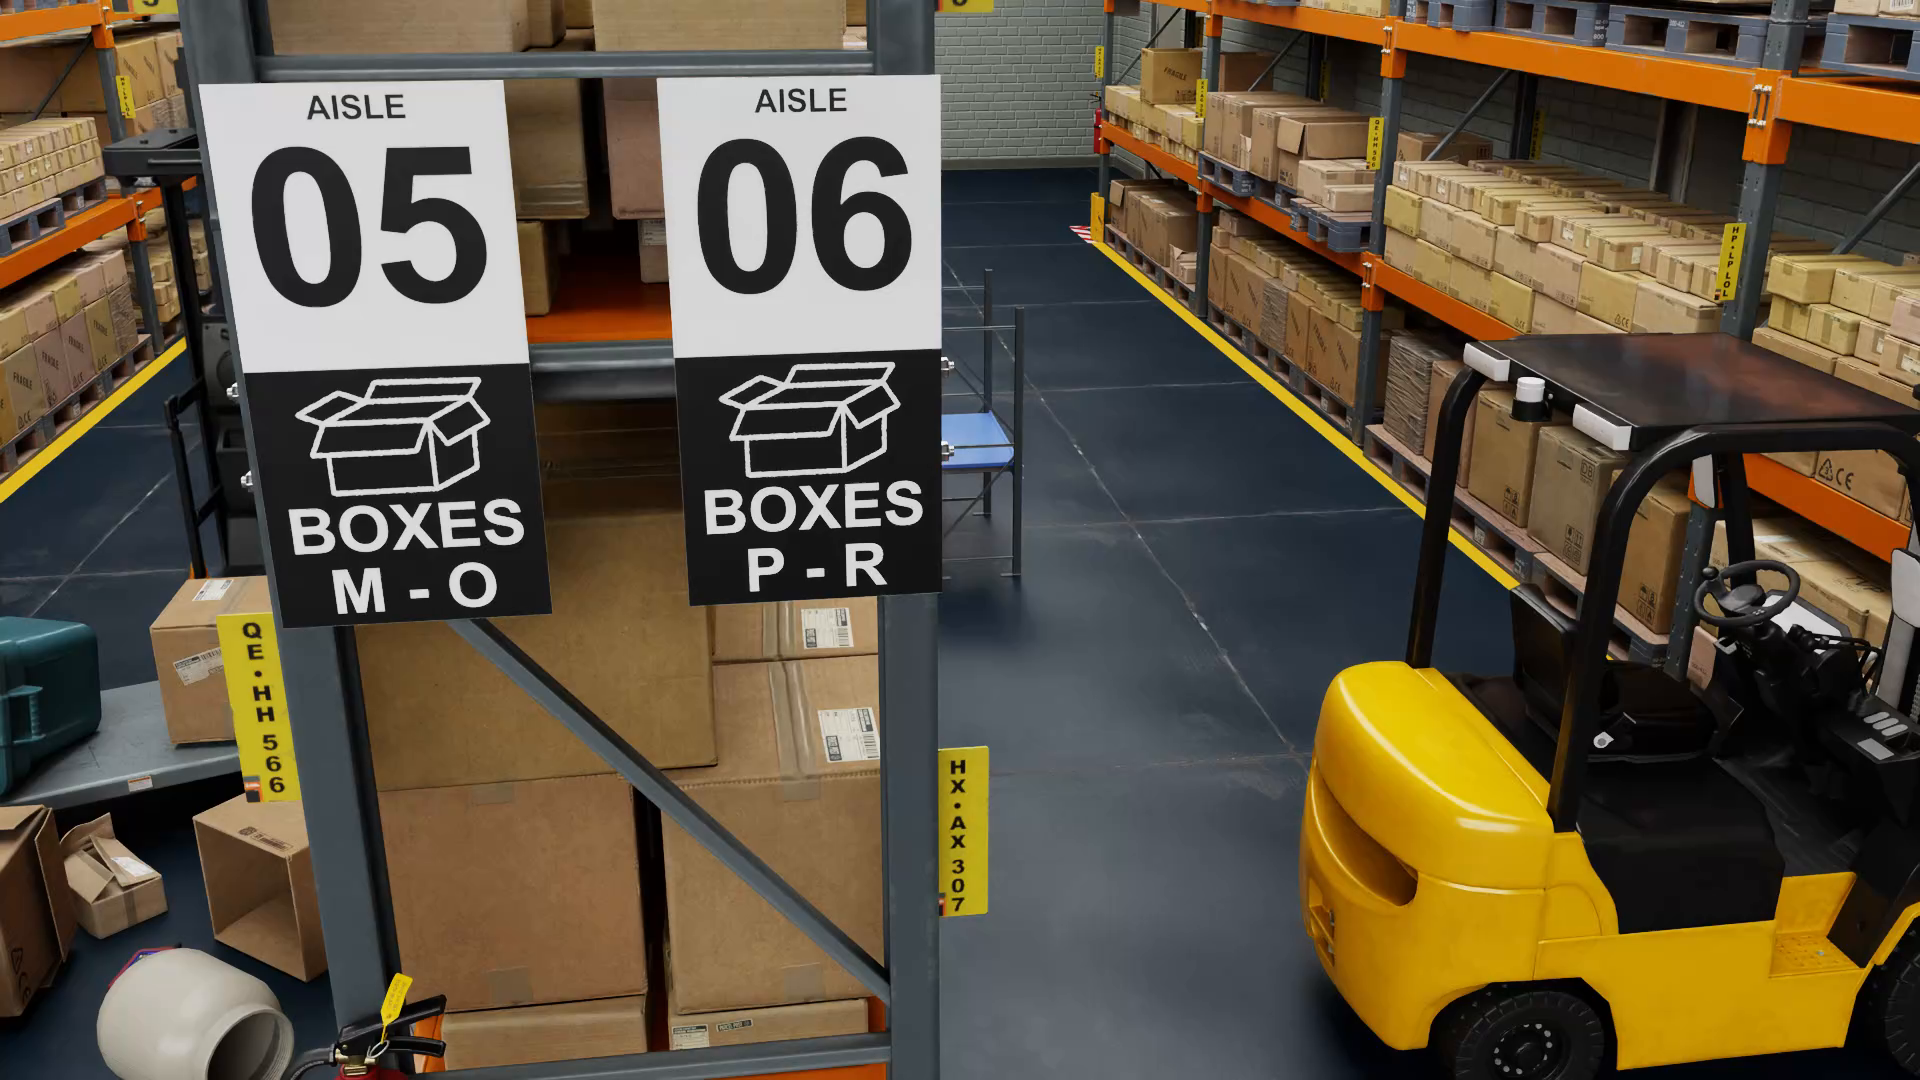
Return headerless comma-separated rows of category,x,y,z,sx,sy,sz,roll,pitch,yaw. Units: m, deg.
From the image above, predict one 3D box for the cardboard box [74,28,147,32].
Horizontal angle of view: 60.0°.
cardboard box,-7.795,-4.450,15.346,0.500,0.500,0.500,-3,21,-9

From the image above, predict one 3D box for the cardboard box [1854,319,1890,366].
cardboard box,3.686,-0.750,6.367,0.380,0.149,0.250,-3,21,-8

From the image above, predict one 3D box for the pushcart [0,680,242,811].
pushcart,-3.364,0.911,6.738,1.648,0.377,0.936,-11,23,-26

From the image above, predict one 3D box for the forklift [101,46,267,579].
forklift,-3.130,-0.855,7.817,1.130,2.935,3.031,-2,21,-6

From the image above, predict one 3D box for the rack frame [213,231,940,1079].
rack frame,-0.538,0.935,2.925,1.000,3.000,0.127,-3,21,-8

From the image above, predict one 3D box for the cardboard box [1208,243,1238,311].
cardboard box,2.490,-2.318,14.608,0.500,0.500,0.500,-2,21,-5

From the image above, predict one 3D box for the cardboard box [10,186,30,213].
cardboard box,-6.669,-2.343,11.462,0.380,0.149,0.250,-4,21,-10

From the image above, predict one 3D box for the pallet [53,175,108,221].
pallet,-7.186,-2.573,12.593,1.003,0.211,1.213,-3,21,-8

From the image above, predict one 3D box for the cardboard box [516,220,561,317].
cardboard box,-0.867,-0.462,2.737,0.380,0.149,0.250,-3,21,-8

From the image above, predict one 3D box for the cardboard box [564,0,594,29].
cardboard box,-0.919,-1.097,3.299,0.380,0.149,0.250,-3,21,-7

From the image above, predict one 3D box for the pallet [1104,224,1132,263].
pallet,2.193,-3.247,18.110,1.003,0.211,1.213,-3,21,-8

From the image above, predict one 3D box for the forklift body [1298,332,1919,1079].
forklift body,2.294,0.517,5.259,2.313,2.155,1.214,-3,21,-8

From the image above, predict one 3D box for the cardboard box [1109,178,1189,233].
cardboard box,2.061,-3.667,18.215,0.797,0.503,0.637,-4,21,-10

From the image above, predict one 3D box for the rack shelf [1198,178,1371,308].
rack shelf,2.931,-2.442,12.995,1.077,0.370,4.000,-3,21,-8

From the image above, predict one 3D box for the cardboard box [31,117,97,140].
cardboard box,-6.901,-3.164,12.808,0.380,0.149,0.250,-2,21,-5

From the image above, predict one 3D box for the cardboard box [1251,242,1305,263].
cardboard box,2.649,-2.389,13.870,0.380,0.149,0.250,-3,21,-9

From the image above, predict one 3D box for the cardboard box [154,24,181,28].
cardboard box,-7.344,-4.653,15.890,0.500,0.500,0.500,-4,21,-10

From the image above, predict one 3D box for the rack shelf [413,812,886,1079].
rack shelf,-0.827,0.580,4.905,1.077,0.370,4.000,-3,21,-8

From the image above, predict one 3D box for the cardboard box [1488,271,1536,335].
cardboard box,3.264,-1.318,9.172,0.500,0.250,0.500,-2,21,-6

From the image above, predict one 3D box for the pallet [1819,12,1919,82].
pallet,3.945,-1.771,6.010,1.003,0.211,1.213,-3,21,-8

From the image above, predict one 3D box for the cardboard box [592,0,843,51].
cardboard box,-0.388,-0.859,2.662,0.380,0.149,0.250,-3,21,-8

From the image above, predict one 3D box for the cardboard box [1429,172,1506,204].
cardboard box,3.076,-2.132,10.067,0.380,0.149,0.250,-2,21,-6

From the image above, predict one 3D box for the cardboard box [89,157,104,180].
cardboard box,-6.899,-2.886,12.916,0.380,0.149,0.250,-3,21,-9

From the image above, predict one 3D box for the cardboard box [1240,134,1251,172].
cardboard box,2.464,-3.105,13.333,0.396,0.266,0.258,-2,21,-5

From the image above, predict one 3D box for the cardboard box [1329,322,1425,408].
cardboard box,2.946,-1.248,11.742,0.500,0.500,0.500,-2,21,-6

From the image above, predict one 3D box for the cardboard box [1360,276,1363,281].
cardboard box,3.293,-1.974,12.761,0.380,0.149,0.250,-3,21,-9

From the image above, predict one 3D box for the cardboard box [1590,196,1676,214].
cardboard box,3.707,-1.804,9.189,0.380,0.149,0.250,-2,21,-6

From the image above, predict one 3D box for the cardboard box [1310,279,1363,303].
cardboard box,2.840,-1.854,12.439,0.380,0.149,0.250,-2,21,-6

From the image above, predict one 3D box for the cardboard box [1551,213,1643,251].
cardboard box,3.314,-1.600,8.643,0.380,0.149,0.250,-3,21,-7

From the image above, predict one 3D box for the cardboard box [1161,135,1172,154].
cardboard box,2.151,-3.808,15.984,0.380,0.149,0.250,-3,21,-9

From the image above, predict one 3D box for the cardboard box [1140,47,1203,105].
cardboard box,2.082,-4.587,16.427,0.500,0.500,0.500,-2,21,-6

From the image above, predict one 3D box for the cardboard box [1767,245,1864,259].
cardboard box,3.971,-1.280,7.786,0.380,0.149,0.250,-4,21,-10

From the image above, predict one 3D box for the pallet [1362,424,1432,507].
pallet,3.300,-0.493,10.734,1.003,0.211,1.213,-3,21,-8

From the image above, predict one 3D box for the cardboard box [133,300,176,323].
cardboard box,-6.887,-1.938,14.093,0.380,0.149,0.250,-4,21,-10

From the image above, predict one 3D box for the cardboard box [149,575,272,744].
cardboard box,-2.872,0.467,6.670,0.500,0.500,0.500,-3,21,-8

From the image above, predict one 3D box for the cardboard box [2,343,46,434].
cardboard box,-6.501,-1.007,11.099,0.500,0.500,0.500,-3,21,-7

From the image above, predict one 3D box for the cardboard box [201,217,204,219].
cardboard box,-7.259,-3.116,16.396,0.380,0.149,0.250,-3,21,-9

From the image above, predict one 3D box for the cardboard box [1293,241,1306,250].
cardboard box,3.068,-2.513,14.204,0.380,0.149,0.250,-3,21,-7

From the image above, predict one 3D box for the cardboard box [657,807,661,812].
cardboard box,-0.931,0.579,4.238,0.380,0.149,0.250,-3,21,-7

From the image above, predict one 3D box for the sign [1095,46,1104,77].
sign,1.529,-5.234,18.206,0.100,0.325,0.005,-3,21,-8

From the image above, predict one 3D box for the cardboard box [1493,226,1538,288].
cardboard box,3.269,-1.553,9.087,0.500,0.250,0.500,-3,21,-7

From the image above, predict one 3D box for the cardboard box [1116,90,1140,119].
cardboard box,1.938,-4.580,17.481,0.500,0.250,0.500,-3,21,-7

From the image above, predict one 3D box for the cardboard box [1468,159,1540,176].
cardboard box,3.467,-2.335,10.610,0.380,0.149,0.250,-2,21,-6

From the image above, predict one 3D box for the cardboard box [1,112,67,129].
cardboard box,-7.501,-3.274,13.628,0.500,0.500,0.500,-3,21,-8

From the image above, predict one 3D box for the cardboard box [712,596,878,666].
cardboard box,-0.410,0.392,3.812,0.500,0.500,0.500,-2,21,-6

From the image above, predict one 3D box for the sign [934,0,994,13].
sign,-0.002,-0.907,2.321,0.100,0.325,0.005,-3,21,-8

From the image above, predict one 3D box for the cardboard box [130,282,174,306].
cardboard box,-6.888,-2.077,14.040,0.380,0.149,0.250,-2,21,-5

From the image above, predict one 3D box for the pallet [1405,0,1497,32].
pallet,3.406,-3.173,9.906,1.213,0.211,1.003,-2,21,-5

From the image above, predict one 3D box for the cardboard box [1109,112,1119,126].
cardboard box,1.842,-4.611,18.133,0.380,0.149,0.250,-3,21,-8

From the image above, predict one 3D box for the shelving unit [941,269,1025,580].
shelving unit,0.012,-0.673,9.375,0.538,1.500,1.048,-3,21,-8

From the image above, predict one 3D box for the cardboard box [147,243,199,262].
cardboard box,-7.079,-2.569,14.932,0.380,0.149,0.250,-2,21,-7

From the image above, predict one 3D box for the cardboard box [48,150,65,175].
cardboard box,-6.783,-2.754,12.136,0.380,0.149,0.250,-4,21,-10

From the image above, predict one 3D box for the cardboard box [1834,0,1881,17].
cardboard box,3.560,-2.062,6.278,0.380,0.149,0.250,-2,21,-7

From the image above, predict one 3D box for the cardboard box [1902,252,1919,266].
cardboard box,4.141,-1.096,6.869,0.380,0.149,0.250,-3,21,-8

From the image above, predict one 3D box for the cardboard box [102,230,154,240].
cardboard box,-7.780,-2.807,15.567,0.380,0.149,0.250,-3,21,-7

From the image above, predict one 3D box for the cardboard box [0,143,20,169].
cardboard box,-6.674,-2.619,11.350,0.380,0.149,0.250,-3,21,-9

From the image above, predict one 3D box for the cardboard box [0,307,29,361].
cardboard box,-6.508,-1.354,10.954,0.500,0.250,0.500,-3,21,-8

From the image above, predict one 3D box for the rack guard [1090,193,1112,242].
rack guard,2.077,-3.659,18.798,1.175,0.500,0.348,-3,21,-8

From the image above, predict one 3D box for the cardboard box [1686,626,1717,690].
cardboard box,3.538,0.574,7.221,0.500,0.250,0.500,-3,21,-7
